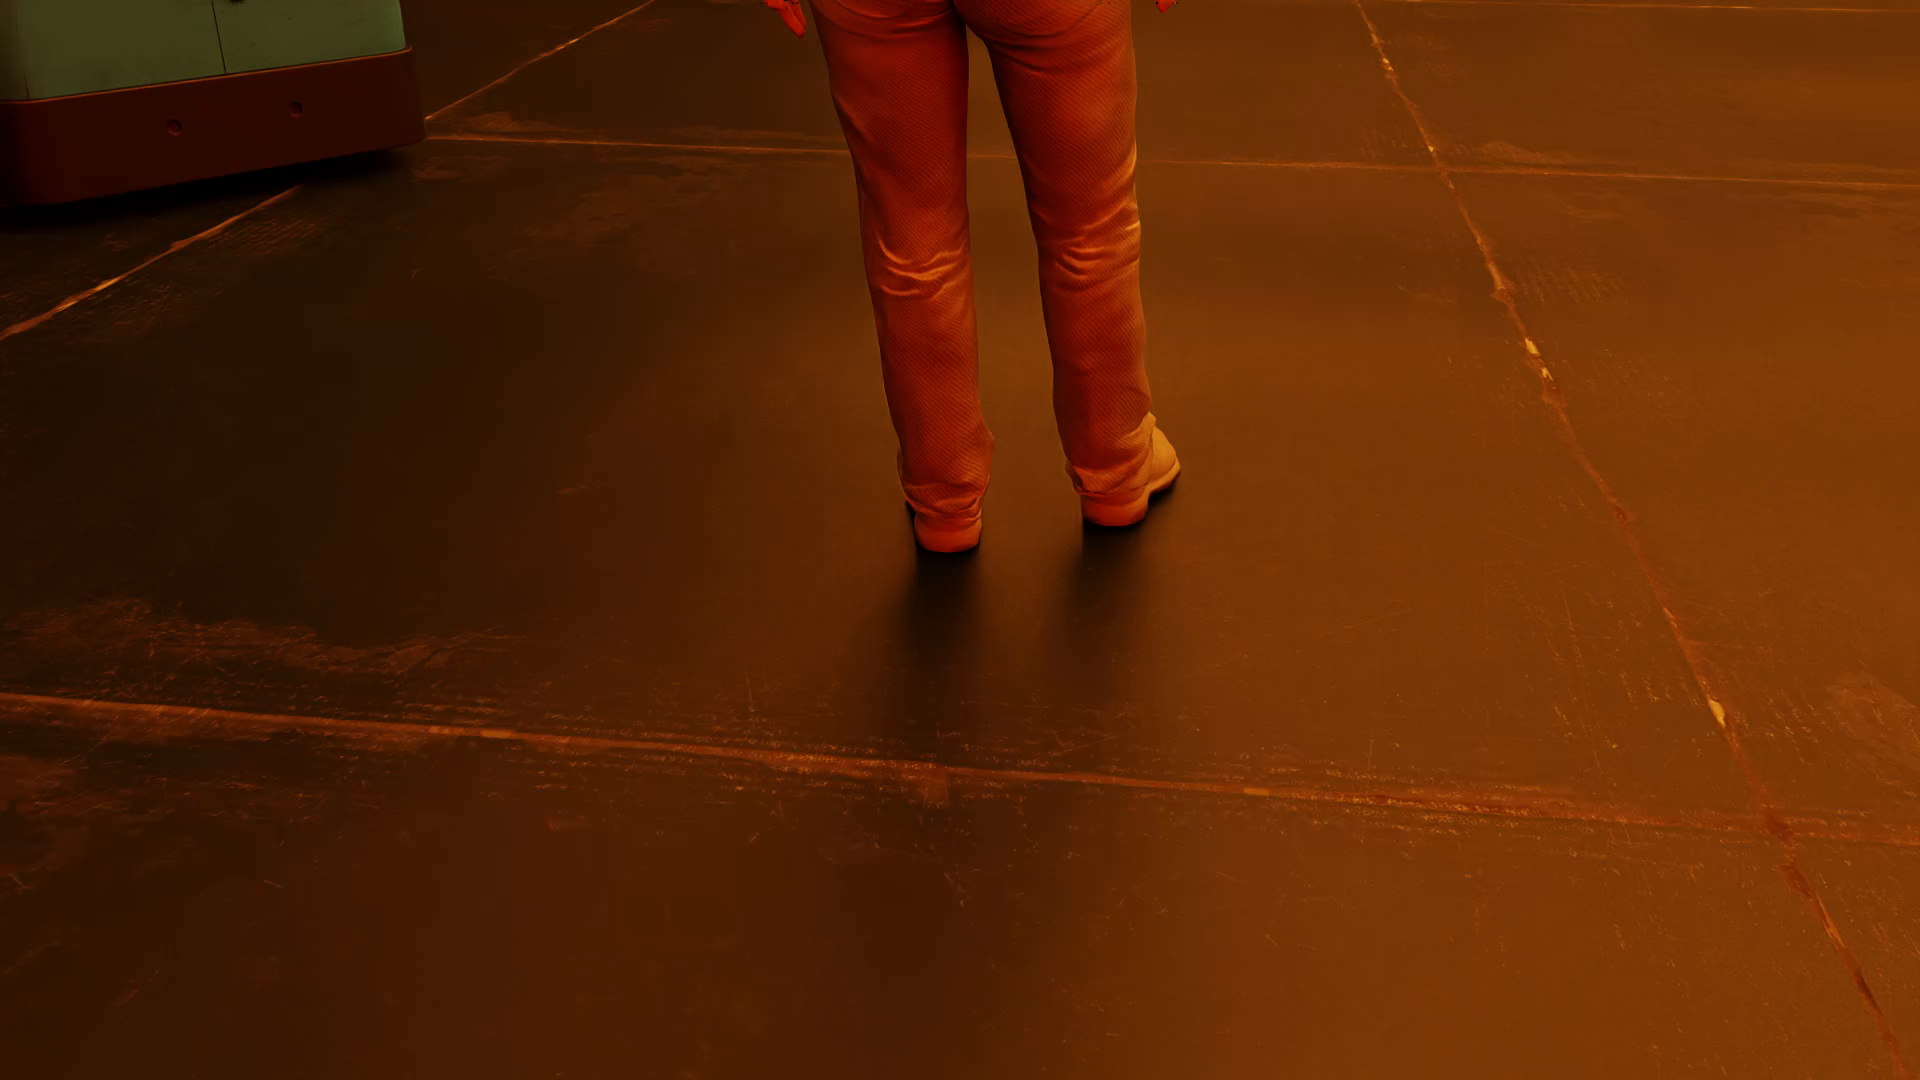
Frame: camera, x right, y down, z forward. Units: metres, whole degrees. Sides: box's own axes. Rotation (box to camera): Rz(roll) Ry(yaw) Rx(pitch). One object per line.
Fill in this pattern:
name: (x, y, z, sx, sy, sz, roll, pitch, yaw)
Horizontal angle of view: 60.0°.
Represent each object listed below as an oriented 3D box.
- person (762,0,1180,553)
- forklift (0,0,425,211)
person: (0.016, -0.828, 2.158, 0.633, 1.775, 0.562, 3, 27, 7)
forklift: (-2.822, -2.674, 4.577, 1.130, 2.935, 3.031, -22, 34, -37)
